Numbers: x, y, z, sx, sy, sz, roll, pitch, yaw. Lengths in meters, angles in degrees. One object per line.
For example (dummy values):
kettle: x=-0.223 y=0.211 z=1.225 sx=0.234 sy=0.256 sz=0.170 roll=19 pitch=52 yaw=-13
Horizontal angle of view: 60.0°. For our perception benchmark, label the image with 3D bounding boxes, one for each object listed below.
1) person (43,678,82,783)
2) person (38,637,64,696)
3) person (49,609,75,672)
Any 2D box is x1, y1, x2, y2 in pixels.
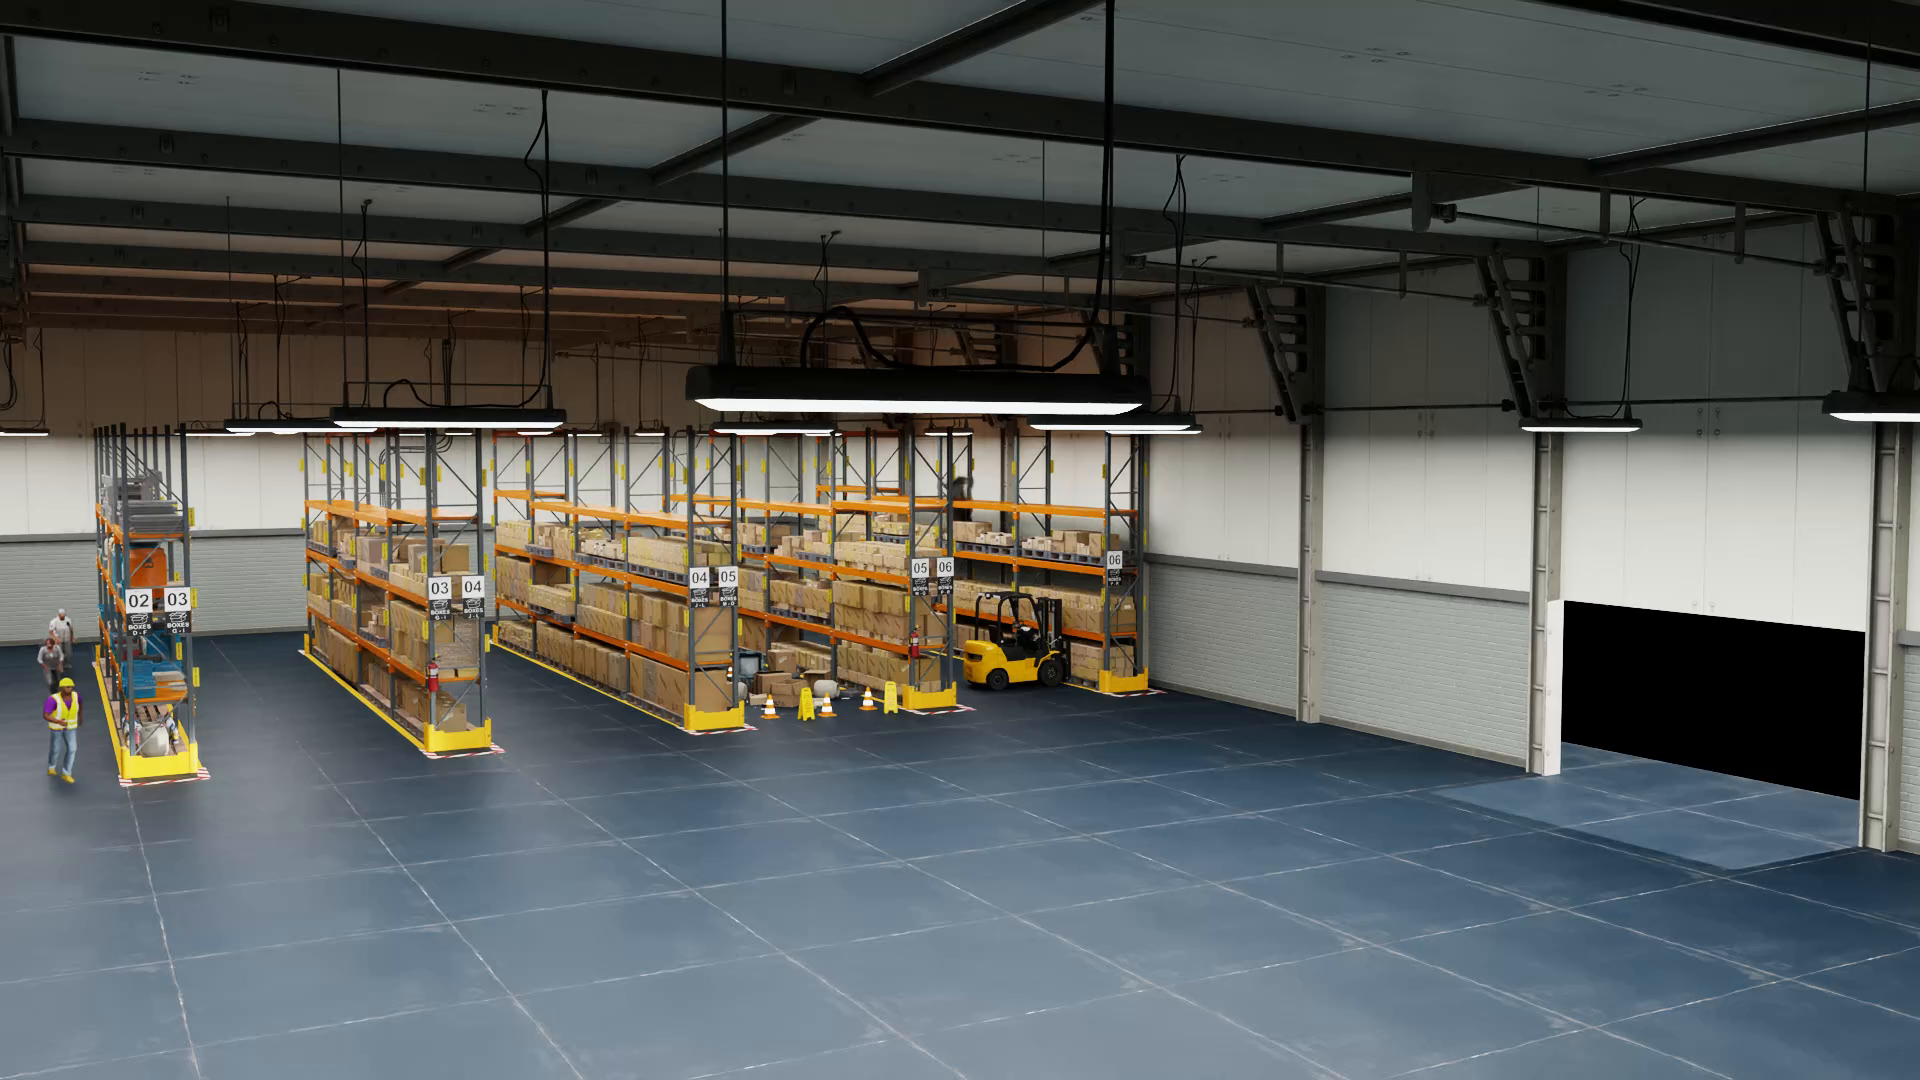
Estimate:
person: x=-15.054 y=3.180 z=27.921 sx=0.682 sy=1.767 sz=0.888 roll=-3 pitch=5 yaw=-43
person: x=-19.798 y=2.807 z=36.228 sx=0.556 sy=1.446 sz=0.807 roll=-3 pitch=5 yaw=-44
person: x=-22.065 y=2.459 z=40.843 sx=0.766 sy=1.584 sz=0.593 roll=3 pitch=5 yaw=45
